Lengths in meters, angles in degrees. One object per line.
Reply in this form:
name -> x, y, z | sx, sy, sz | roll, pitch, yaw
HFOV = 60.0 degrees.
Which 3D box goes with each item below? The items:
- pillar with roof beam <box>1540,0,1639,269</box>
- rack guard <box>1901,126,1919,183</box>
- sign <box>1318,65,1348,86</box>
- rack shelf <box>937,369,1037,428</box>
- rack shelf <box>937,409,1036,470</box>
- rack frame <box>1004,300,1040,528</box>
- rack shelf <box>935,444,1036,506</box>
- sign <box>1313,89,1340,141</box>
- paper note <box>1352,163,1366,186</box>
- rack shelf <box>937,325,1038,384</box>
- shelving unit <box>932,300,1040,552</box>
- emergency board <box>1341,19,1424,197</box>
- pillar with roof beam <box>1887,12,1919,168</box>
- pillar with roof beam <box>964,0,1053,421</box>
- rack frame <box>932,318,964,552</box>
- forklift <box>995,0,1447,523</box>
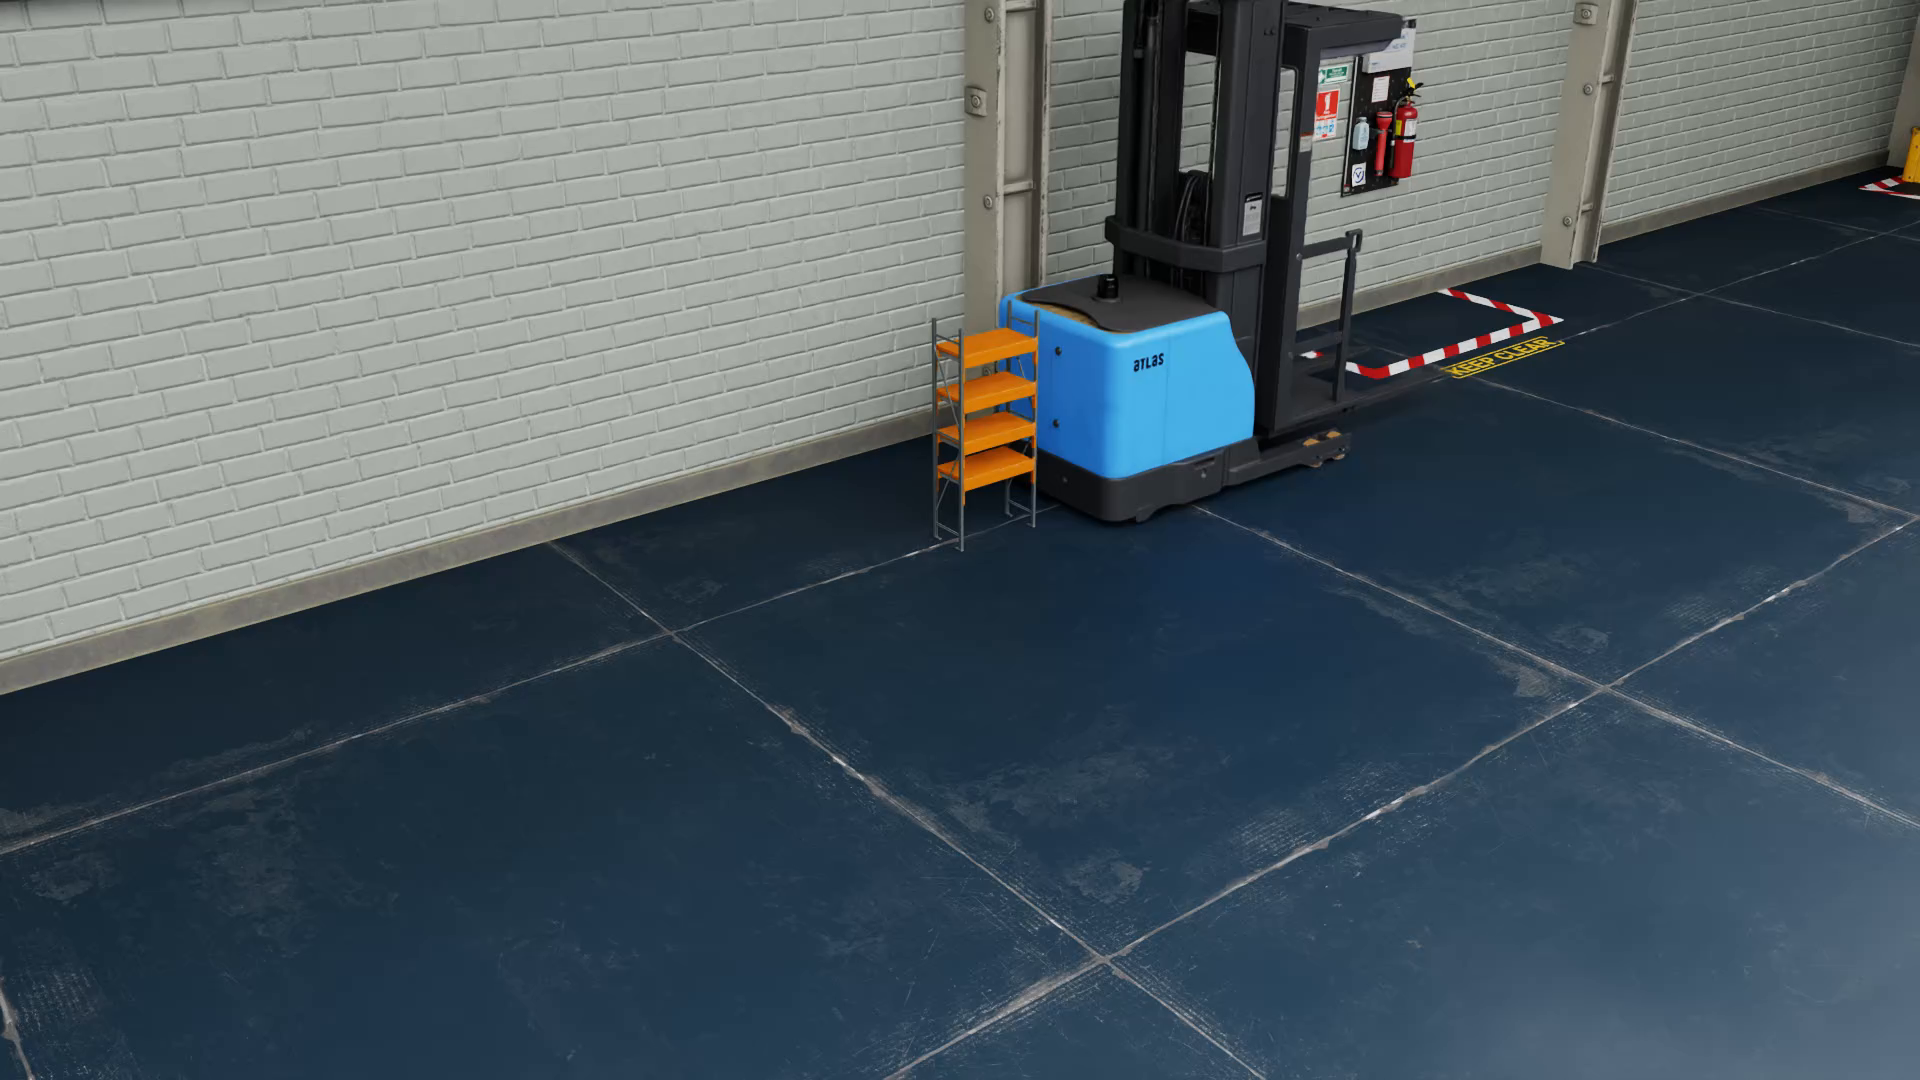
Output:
pillar with roof beam -> 7.649, -4.949, 8.724 | 0.400, 9.000, 9.100 | -18, 31, -34
rack guard -> 9.757, -3.630, 15.977 | 0.348, 0.500, 1.175 | -18, 31, -34
sign -> 2.535, -3.170, 11.345 | 0.331, 0.109, 0.001 | -18, 31, -34
rack shelf -> 0.130, -0.729, 8.524 | 0.480, 0.148, 0.258 | -18, 31, -34
rack shelf -> 0.130, -0.526, 8.618 | 0.480, 0.148, 0.258 | -18, 31, -34
rack frame -> 0.322, -0.651, 8.727 | 0.015, 1.200, 0.240 | -18, 31, -34
rack shelf -> 0.130, -0.346, 8.702 | 0.480, 0.148, 0.258 | -18, 31, -34
sign -> 2.526, -2.931, 11.460 | 0.234, 0.329, 0.001 | -18, 31, -34
paper note -> 2.843, -2.602, 11.839 | 0.142, 0.148, 0.016 | -18, 31, -34
rack shelf -> 0.130, -0.944, 8.425 | 0.480, 0.148, 0.258 | -18, 31, -34
shelving unit -> 0.130, -0.587, 8.590 | 0.503, 1.200, 0.258 | -18, 31, -34
emergency board -> 3.025, -3.024, 11.703 | 0.643, 1.169, 0.194 | -18, 31, -34
pillar with roof beam -> 12.371, -6.507, 12.082 | 0.400, 9.000, 9.100 | -18, 31, -34
pillar with roof beam -> 2.928, -3.390, 5.365 | 0.400, 9.000, 9.100 | -18, 31, -34
rack frame -> -0.062, -0.524, 8.453 | 0.015, 1.200, 0.240 | -18, 31, -34
forklift -> 1.674, -1.907, 9.377 | 3.031, 2.935, 1.130 | -18, 30, -34
